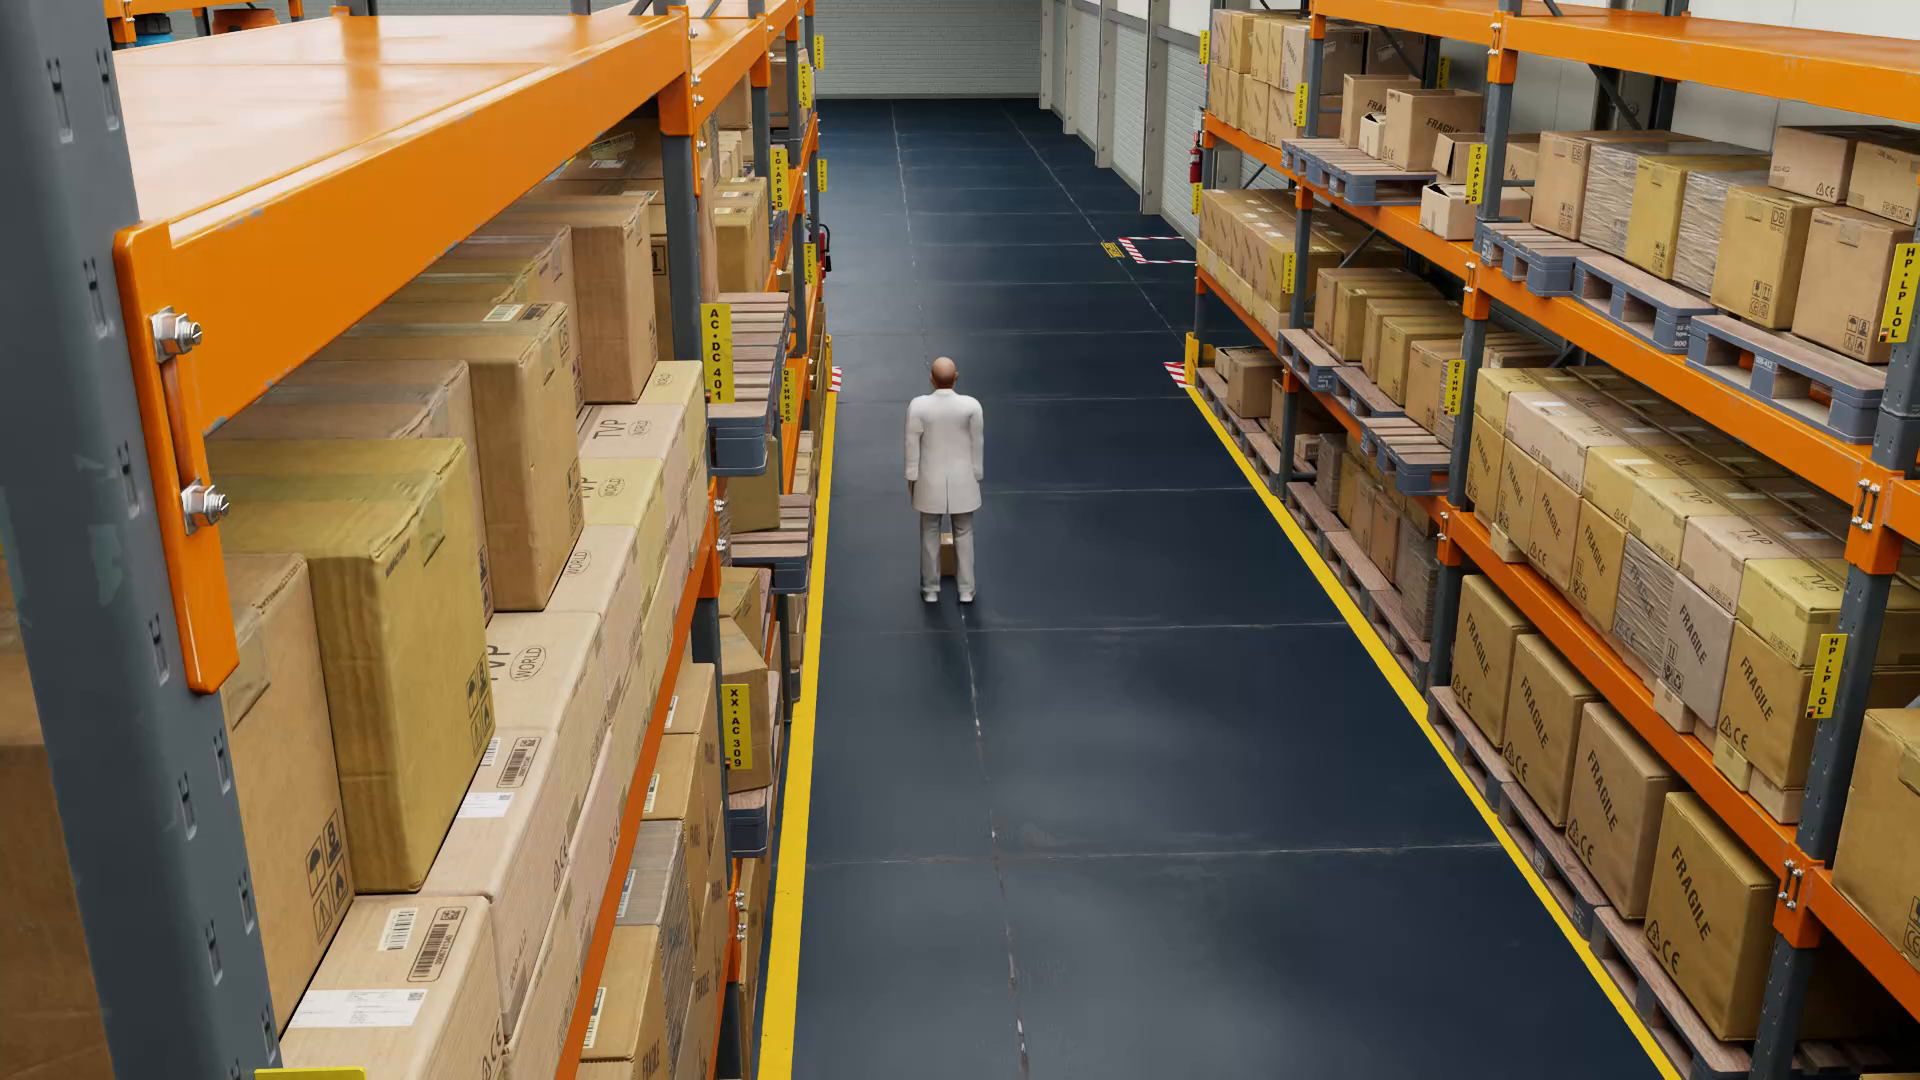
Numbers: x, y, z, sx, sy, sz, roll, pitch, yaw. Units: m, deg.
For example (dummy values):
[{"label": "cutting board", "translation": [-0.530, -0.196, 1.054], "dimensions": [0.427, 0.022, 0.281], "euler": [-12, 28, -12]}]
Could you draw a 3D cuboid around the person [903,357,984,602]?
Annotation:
[{"label": "person", "translation": [-0.118, -0.430, 11.790], "dimensions": [0.566, 1.791, 0.396], "euler": [-1, 20, -2]}]
